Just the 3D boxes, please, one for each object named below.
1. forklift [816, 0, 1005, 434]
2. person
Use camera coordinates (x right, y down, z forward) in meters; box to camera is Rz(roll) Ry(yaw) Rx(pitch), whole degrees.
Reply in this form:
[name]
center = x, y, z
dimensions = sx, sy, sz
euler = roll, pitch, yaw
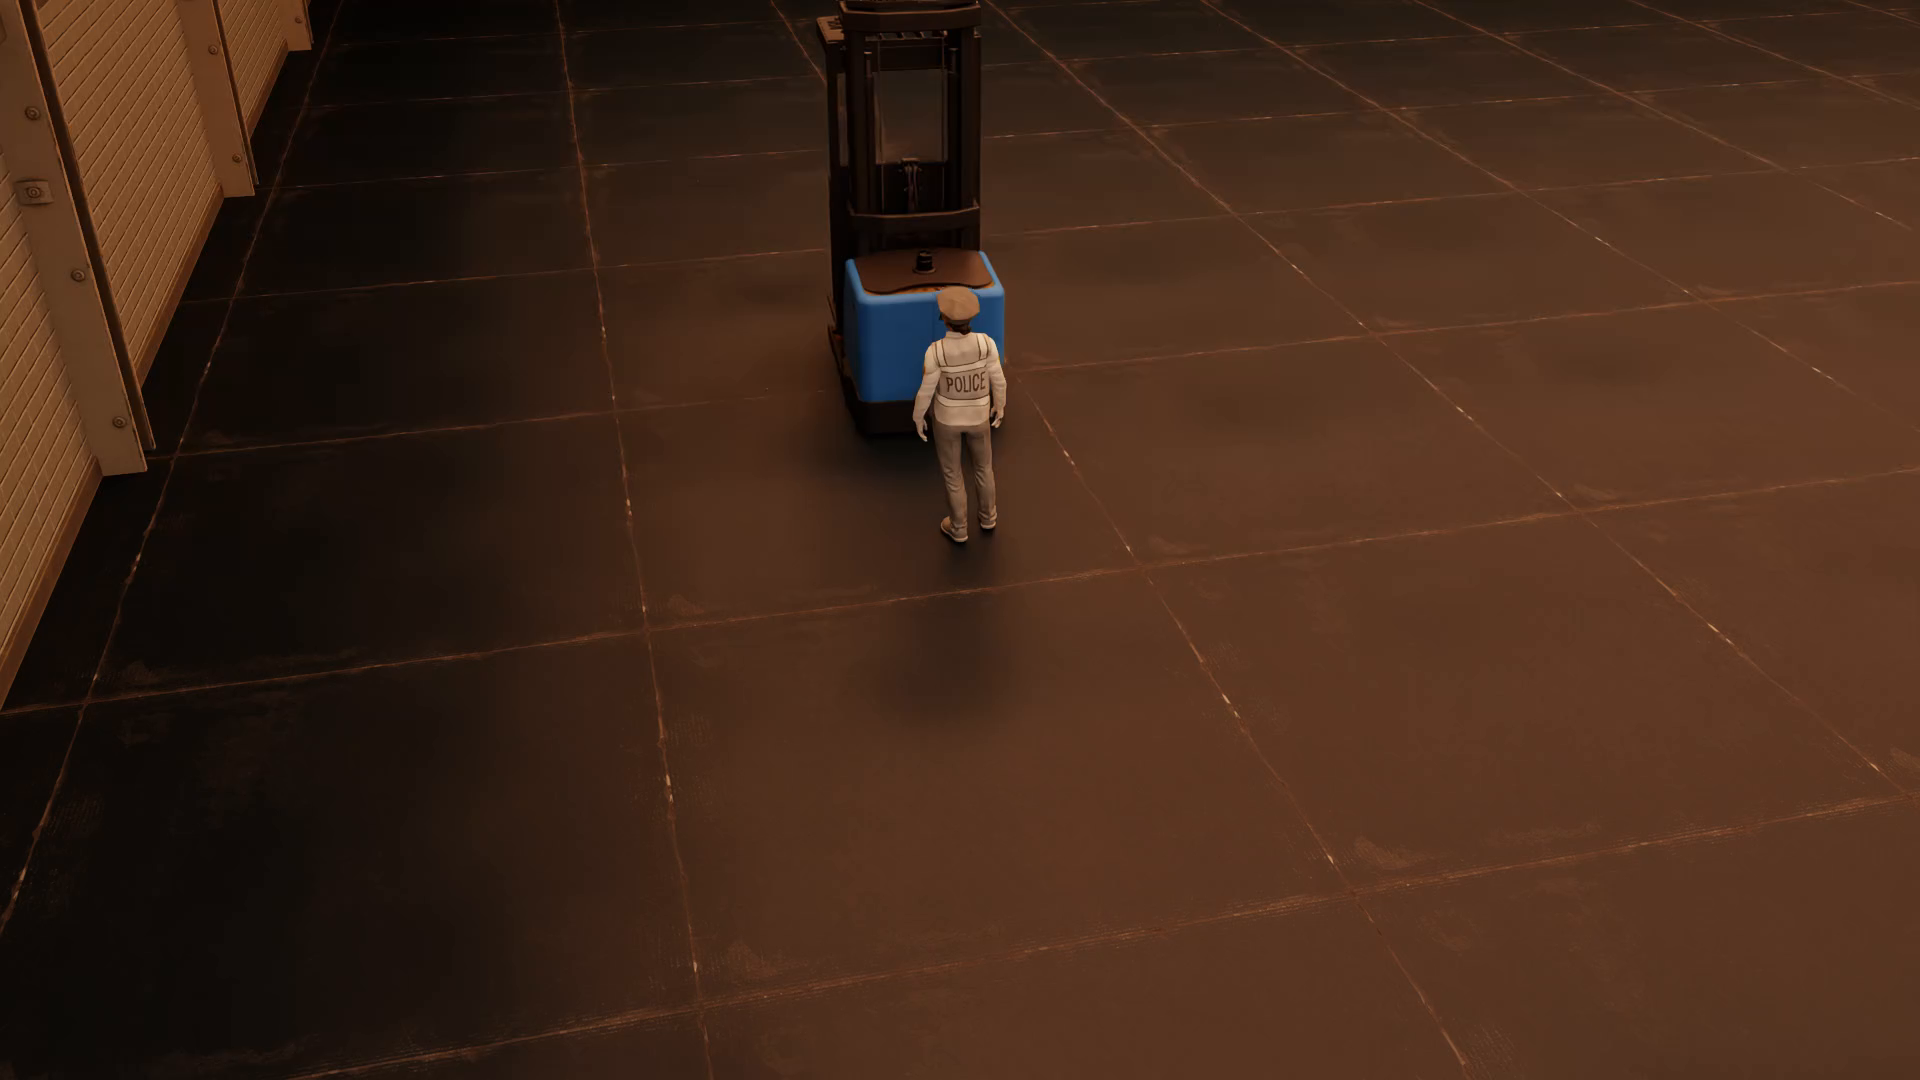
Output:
[forklift]
center = -0.437, -2.732, 12.294
dimensions = 1.130, 2.935, 3.031
euler = -5, 30, -8
[person]
center = -0.010, -0.774, 10.131
dimensions = 0.587, 1.695, 0.531
euler = -7, 31, -12
